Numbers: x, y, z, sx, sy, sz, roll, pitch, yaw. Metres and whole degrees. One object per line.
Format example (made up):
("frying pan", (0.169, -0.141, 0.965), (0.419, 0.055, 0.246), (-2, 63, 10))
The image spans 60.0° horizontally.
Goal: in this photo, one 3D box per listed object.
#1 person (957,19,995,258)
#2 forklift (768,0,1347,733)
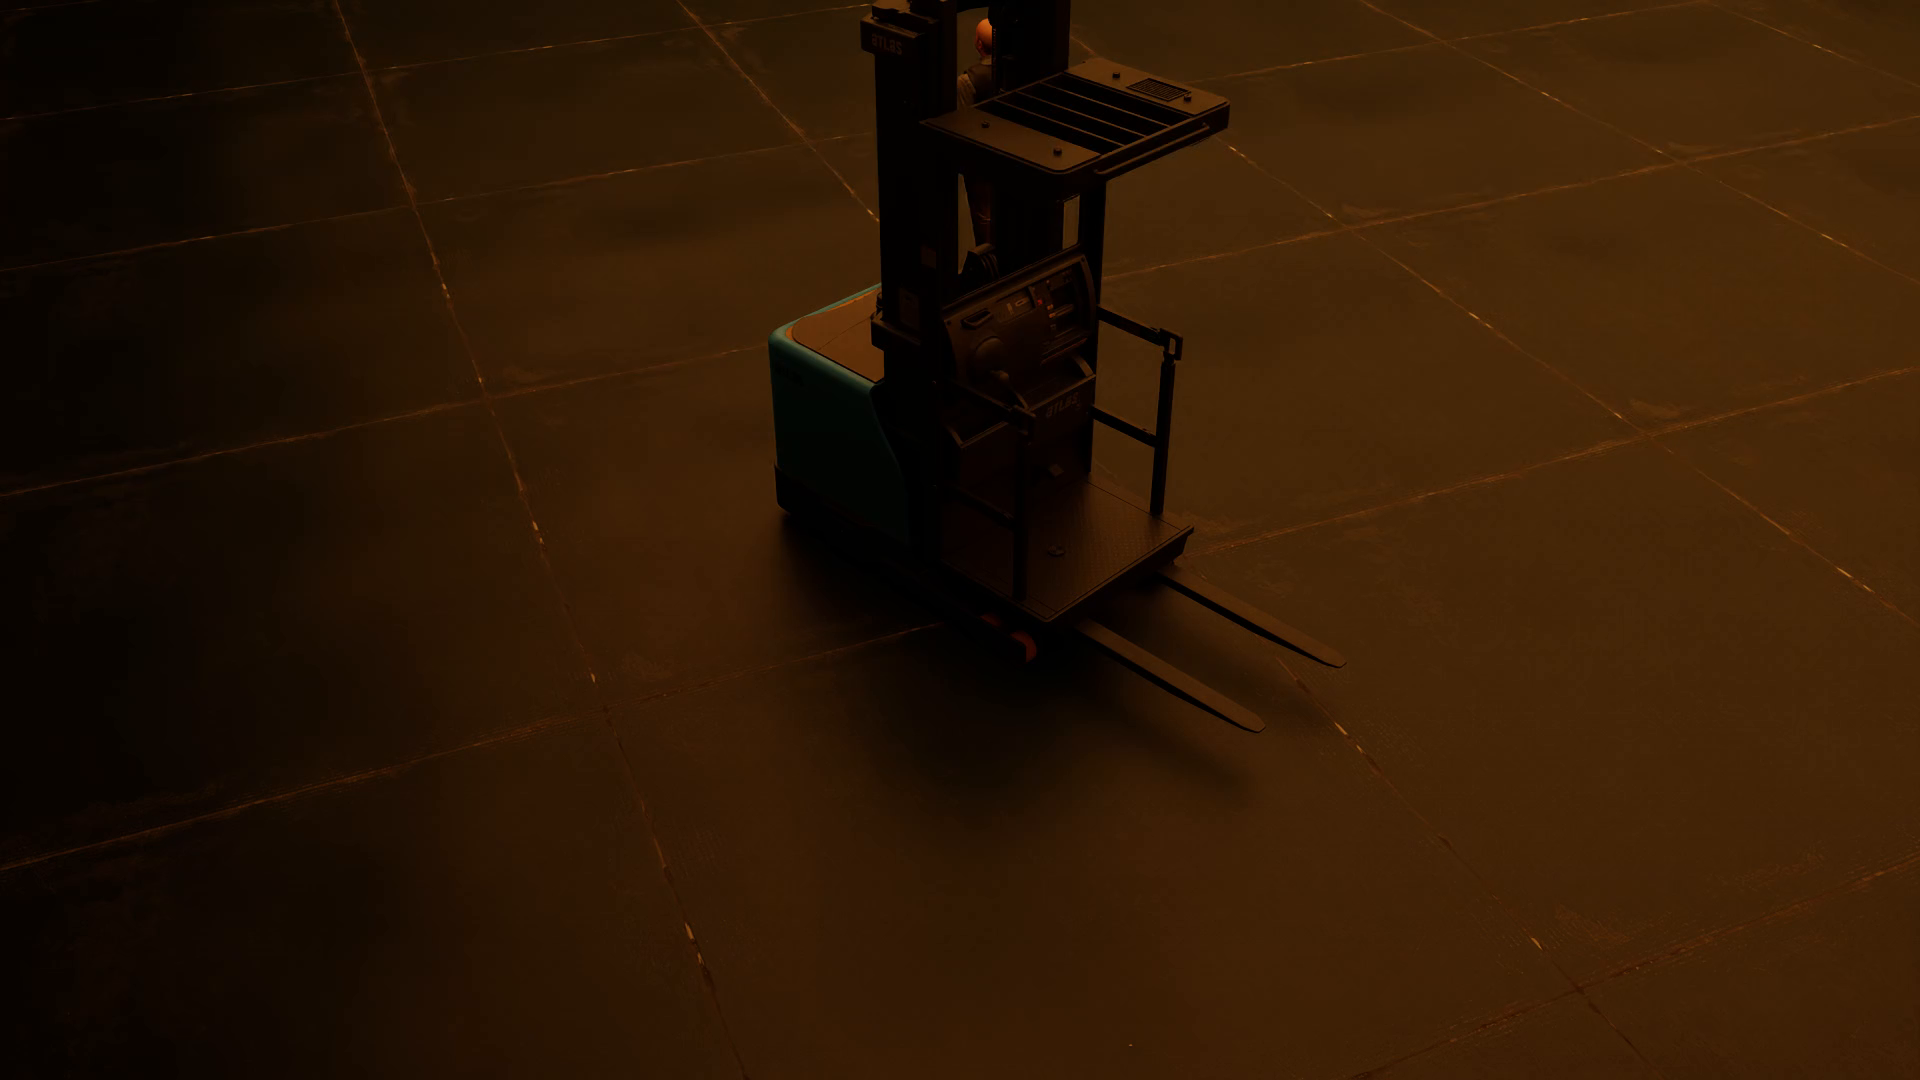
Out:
("person", (0.177, -2.527, 10.684), (0.633, 1.721, 0.567), (-13, 37, -18))
("forklift", (0.432, -0.946, 7.429), (3.031, 2.935, 1.130), (30, 45, 35))
